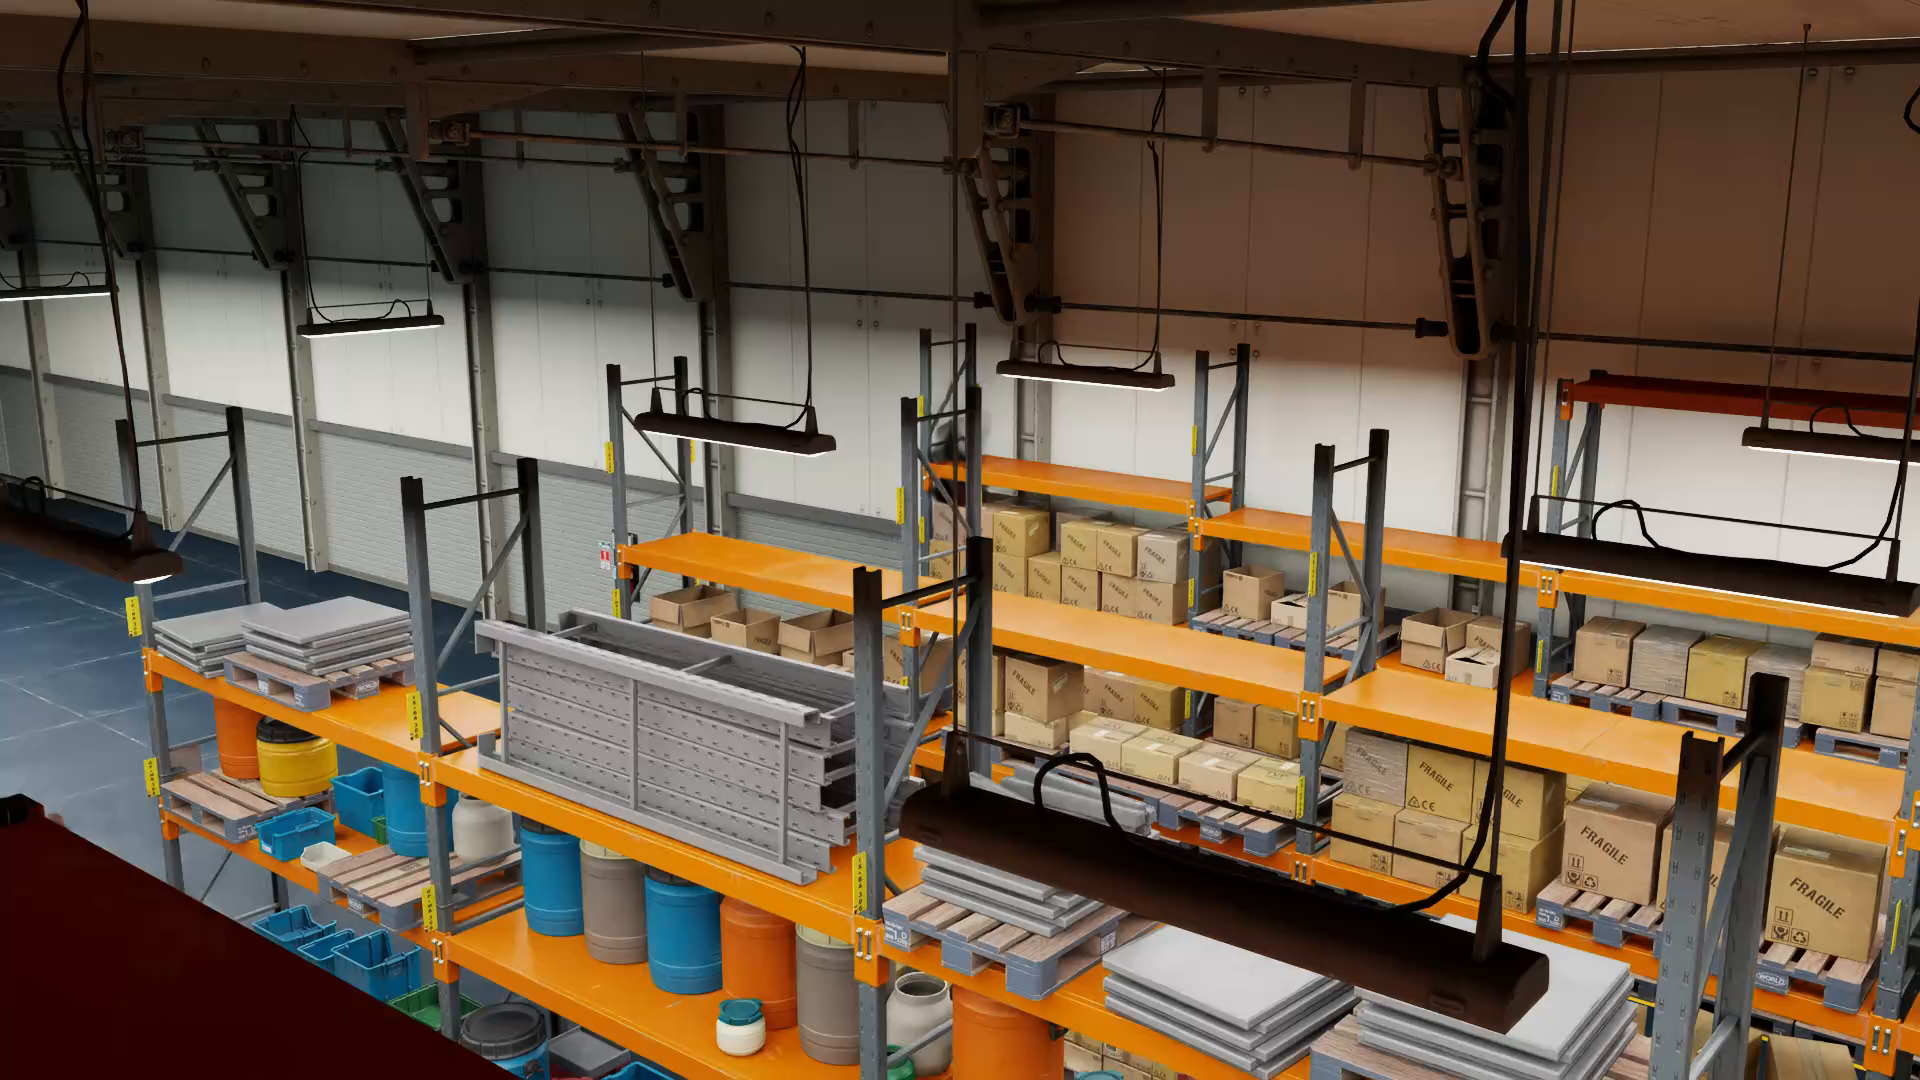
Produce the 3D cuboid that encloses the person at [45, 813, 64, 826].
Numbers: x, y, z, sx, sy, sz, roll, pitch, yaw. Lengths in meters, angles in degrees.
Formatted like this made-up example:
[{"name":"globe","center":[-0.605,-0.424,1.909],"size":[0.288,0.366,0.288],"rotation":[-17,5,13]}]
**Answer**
[{"name":"person","center":[-9.253,3.532,17.109],"size":[0.489,1.564,0.558],"rotation":[-6,14,-25]}]
